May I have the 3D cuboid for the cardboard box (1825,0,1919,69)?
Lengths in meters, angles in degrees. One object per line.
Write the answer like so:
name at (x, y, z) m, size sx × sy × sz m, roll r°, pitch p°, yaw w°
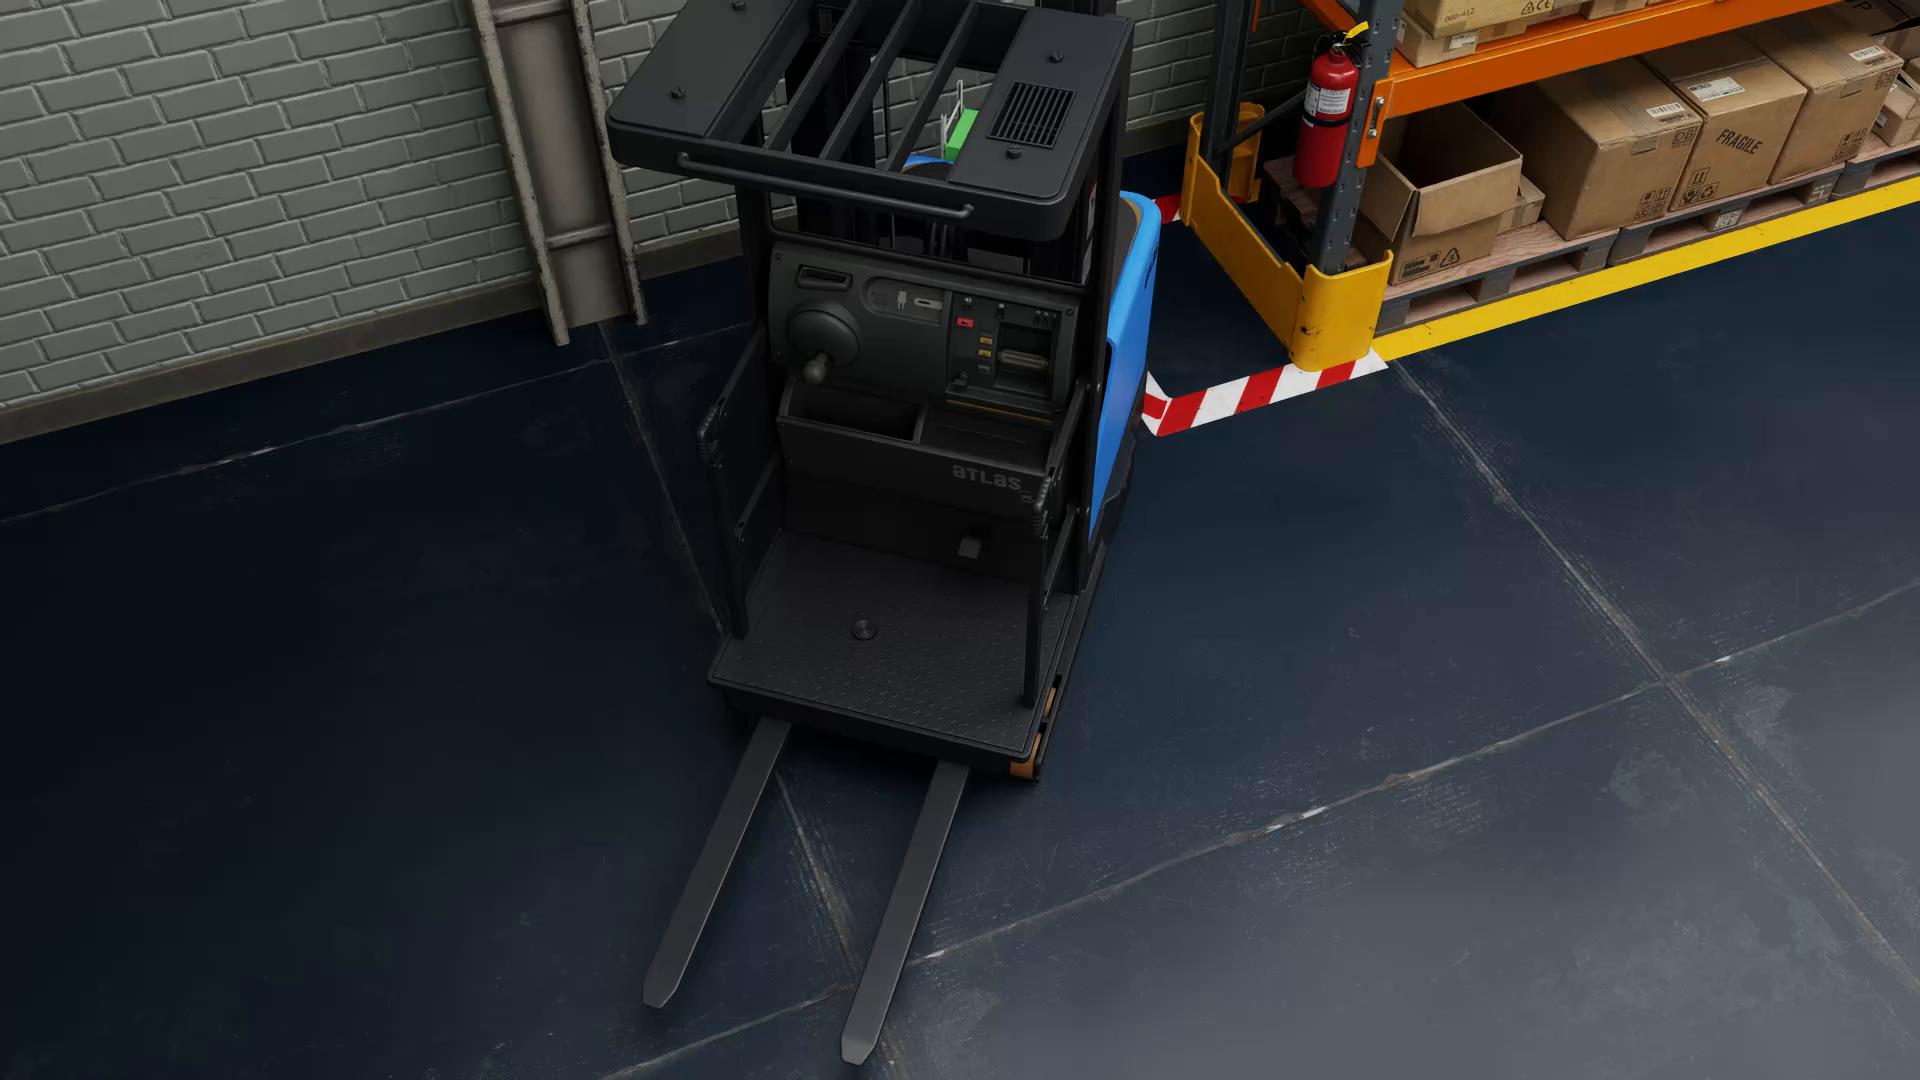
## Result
cardboard box at (4.280, -2.475, 7.894) m, size 0.500 × 0.311 × 0.500 m, roll -16°, pitch 51°, yaw -13°

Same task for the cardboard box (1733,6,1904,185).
cardboard box at (3.647, -2.038, 7.394) m, size 0.500 × 0.500 × 0.700 m, roll -19°, pitch 52°, yaw -16°

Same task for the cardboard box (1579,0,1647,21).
cardboard box at (2.391, -2.145, 6.281) m, size 0.250 × 0.149 × 0.380 m, roll -16°, pitch 51°, yaw -13°

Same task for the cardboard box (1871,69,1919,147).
cardboard box at (4.246, -2.016, 7.529) m, size 0.258 × 0.266 × 0.396 m, roll -16°, pitch 51°, yaw -13°

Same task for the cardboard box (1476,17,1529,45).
cardboard box at (1.904, -2.016, 6.170) m, size 0.250 × 0.149 × 0.380 m, roll -16°, pitch 51°, yaw -13°

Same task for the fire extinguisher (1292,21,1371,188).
fire extinguisher at (1.316, -1.577, 5.924) m, size 0.183 × 0.674 × 0.296 m, roll -17°, pitch 52°, yaw -14°

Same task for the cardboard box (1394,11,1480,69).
cardboard box at (1.686, -1.911, 6.079) m, size 0.250 × 0.149 × 0.380 m, roll -18°, pitch 52°, yaw -15°

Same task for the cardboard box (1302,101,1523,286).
cardboard box at (1.880, -1.523, 6.950) m, size 0.637 × 0.503 × 0.797 m, roll -19°, pitch 52°, yaw -16°

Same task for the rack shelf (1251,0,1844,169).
rack shelf at (3.129, -2.430, 6.834) m, size 4.000 × 0.370 × 1.077 m, roll -17°, pitch 52°, yaw -14°

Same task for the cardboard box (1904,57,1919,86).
cardboard box at (4.576, -2.080, 7.662) m, size 0.250 × 0.149 × 0.380 m, roll -19°, pitch 52°, yaw -15°

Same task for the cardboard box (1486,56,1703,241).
cardboard box at (2.686, -1.740, 7.138) m, size 0.500 × 0.500 × 0.700 m, roll -15°, pitch 51°, yaw -13°

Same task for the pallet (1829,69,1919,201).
pallet at (4.345, -2.133, 7.943) m, size 1.213 × 0.211 × 1.003 m, roll -17°, pitch 52°, yaw -14°

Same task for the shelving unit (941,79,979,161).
shelving unit at (0.206, -1.167, 6.462) m, size 0.503 × 1.200 × 0.258 m, roll 12°, pitch 50°, yaw 10°

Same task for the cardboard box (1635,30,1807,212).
cardboard box at (3.213, -1.821, 7.208) m, size 0.500 × 0.500 × 0.500 m, roll -16°, pitch 51°, yaw -14°

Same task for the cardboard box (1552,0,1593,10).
cardboard box at (2.266, -2.225, 6.086) m, size 0.500 × 0.250 × 0.500 m, roll -17°, pitch 51°, yaw -14°

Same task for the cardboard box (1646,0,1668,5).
cardboard box at (2.635, -2.225, 6.350) m, size 0.250 × 0.149 × 0.380 m, roll -16°, pitch 51°, yaw -14°

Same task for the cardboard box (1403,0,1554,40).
cardboard box at (1.800, -2.080, 5.962) m, size 0.500 × 0.250 × 0.500 m, roll -17°, pitch 51°, yaw -14°

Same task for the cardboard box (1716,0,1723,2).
cardboard box at (2.897, -2.245, 6.367) m, size 0.250 × 0.149 × 0.380 m, roll -19°, pitch 52°, yaw -15°

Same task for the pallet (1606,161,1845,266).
pallet at (3.214, -1.780, 7.640) m, size 1.213 × 0.211 × 1.003 m, roll -17°, pitch 52°, yaw -14°

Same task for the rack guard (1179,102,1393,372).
rack guard at (1.348, -1.298, 7.035) m, size 0.348 × 0.500 × 1.175 m, roll -17°, pitch 52°, yaw -14°

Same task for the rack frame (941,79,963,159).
rack frame at (-0.028, -1.218, 6.505) m, size 0.015 × 1.200 × 0.240 m, roll 12°, pitch 50°, yaw 10°

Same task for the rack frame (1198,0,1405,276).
rack frame at (1.278, -2.091, 6.068) m, size 0.127 × 3.000 × 1.000 m, roll -17°, pitch 52°, yaw -14°

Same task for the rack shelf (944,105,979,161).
rack shelf at (0.206, -1.439, 6.146) m, size 0.480 × 0.148 × 0.258 m, roll 12°, pitch 50°, yaw 10°

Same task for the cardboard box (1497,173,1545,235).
cardboard box at (2.288, -1.502, 7.165) m, size 0.250 × 0.149 × 0.380 m, roll -19°, pitch 52°, yaw -16°

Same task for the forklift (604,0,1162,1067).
forklift at (-0.176, -0.500, 4.748) m, size 1.130 × 2.935 × 3.031 m, roll 13°, pitch 51°, yaw 11°

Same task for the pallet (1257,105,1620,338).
pallet at (2.086, -1.433, 7.342) m, size 1.213 × 0.211 × 1.003 m, roll -17°, pitch 52°, yaw -14°

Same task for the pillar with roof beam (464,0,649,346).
pillar with roof beam at (0.069, -0.881, 1.075) m, size 0.400 × 9.000 × 9.100 m, roll -17°, pitch 52°, yaw -14°

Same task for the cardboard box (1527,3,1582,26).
cardboard box at (2.134, -2.116, 6.255) m, size 0.250 × 0.149 × 0.380 m, roll -18°, pitch 52°, yaw -15°
